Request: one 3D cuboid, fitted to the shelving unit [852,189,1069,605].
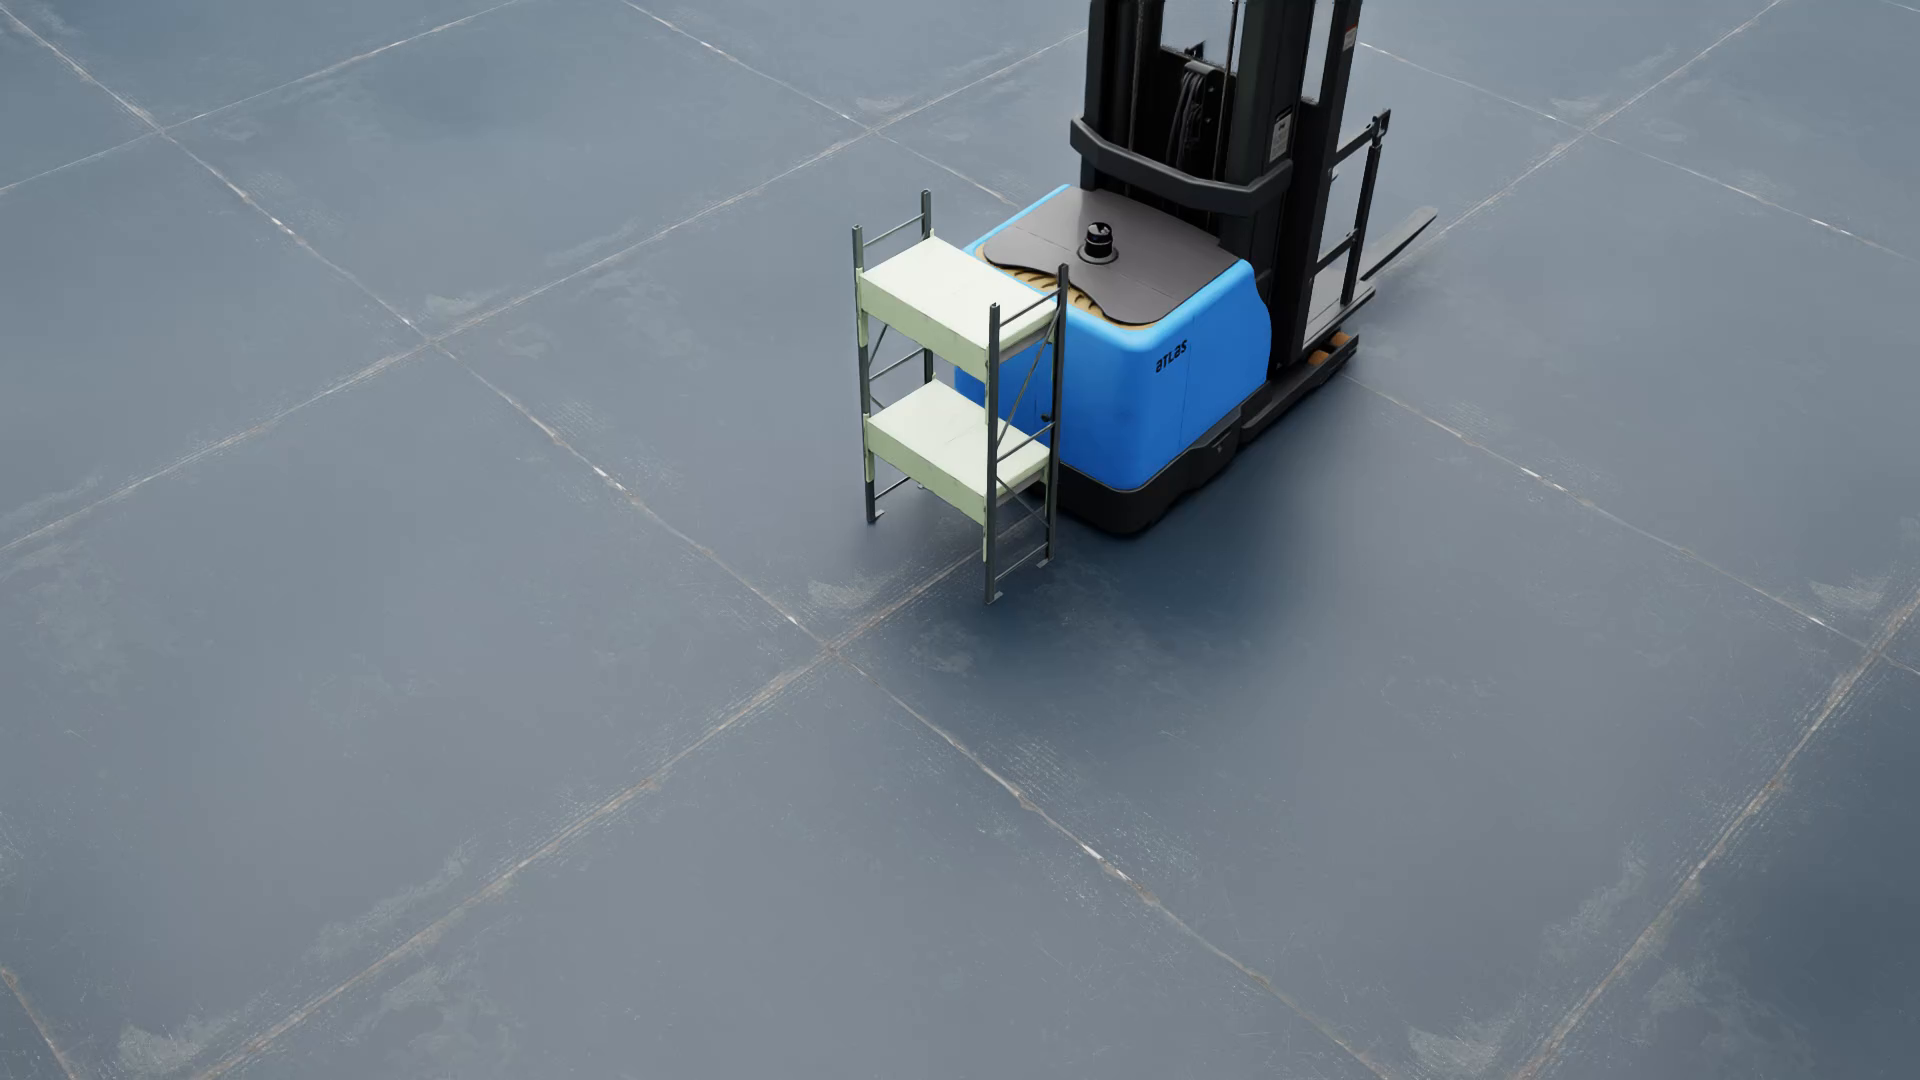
[{"bbox_3d":[-0.005,-0.554,6.744,0.431,1.500,0.755,-34,53,-31],"label":"shelving unit"}]

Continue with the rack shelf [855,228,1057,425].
[{"bbox_3d":[-0.005,-0.841,6.480,0.431,0.370,0.720,-34,53,-31],"label":"rack shelf"}]

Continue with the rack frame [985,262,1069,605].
[{"bbox_3d":[0.254,-0.378,6.554,0.400,1.500,0.023,-34,53,-31],"label":"rack frame"}]

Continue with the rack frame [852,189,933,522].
[{"bbox_3d":[-0.263,-0.730,6.935,0.400,1.500,0.023,-34,53,-31],"label":"rack frame"}]

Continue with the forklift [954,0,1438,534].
[{"bbox_3d":[1.299,-2.031,7.288,1.130,2.935,3.031,30,51,29],"label":"forklift"}]

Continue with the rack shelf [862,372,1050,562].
[{"bbox_3d":[-0.005,-0.315,6.966,0.431,0.370,0.720,-34,53,-31],"label":"rack shelf"}]
